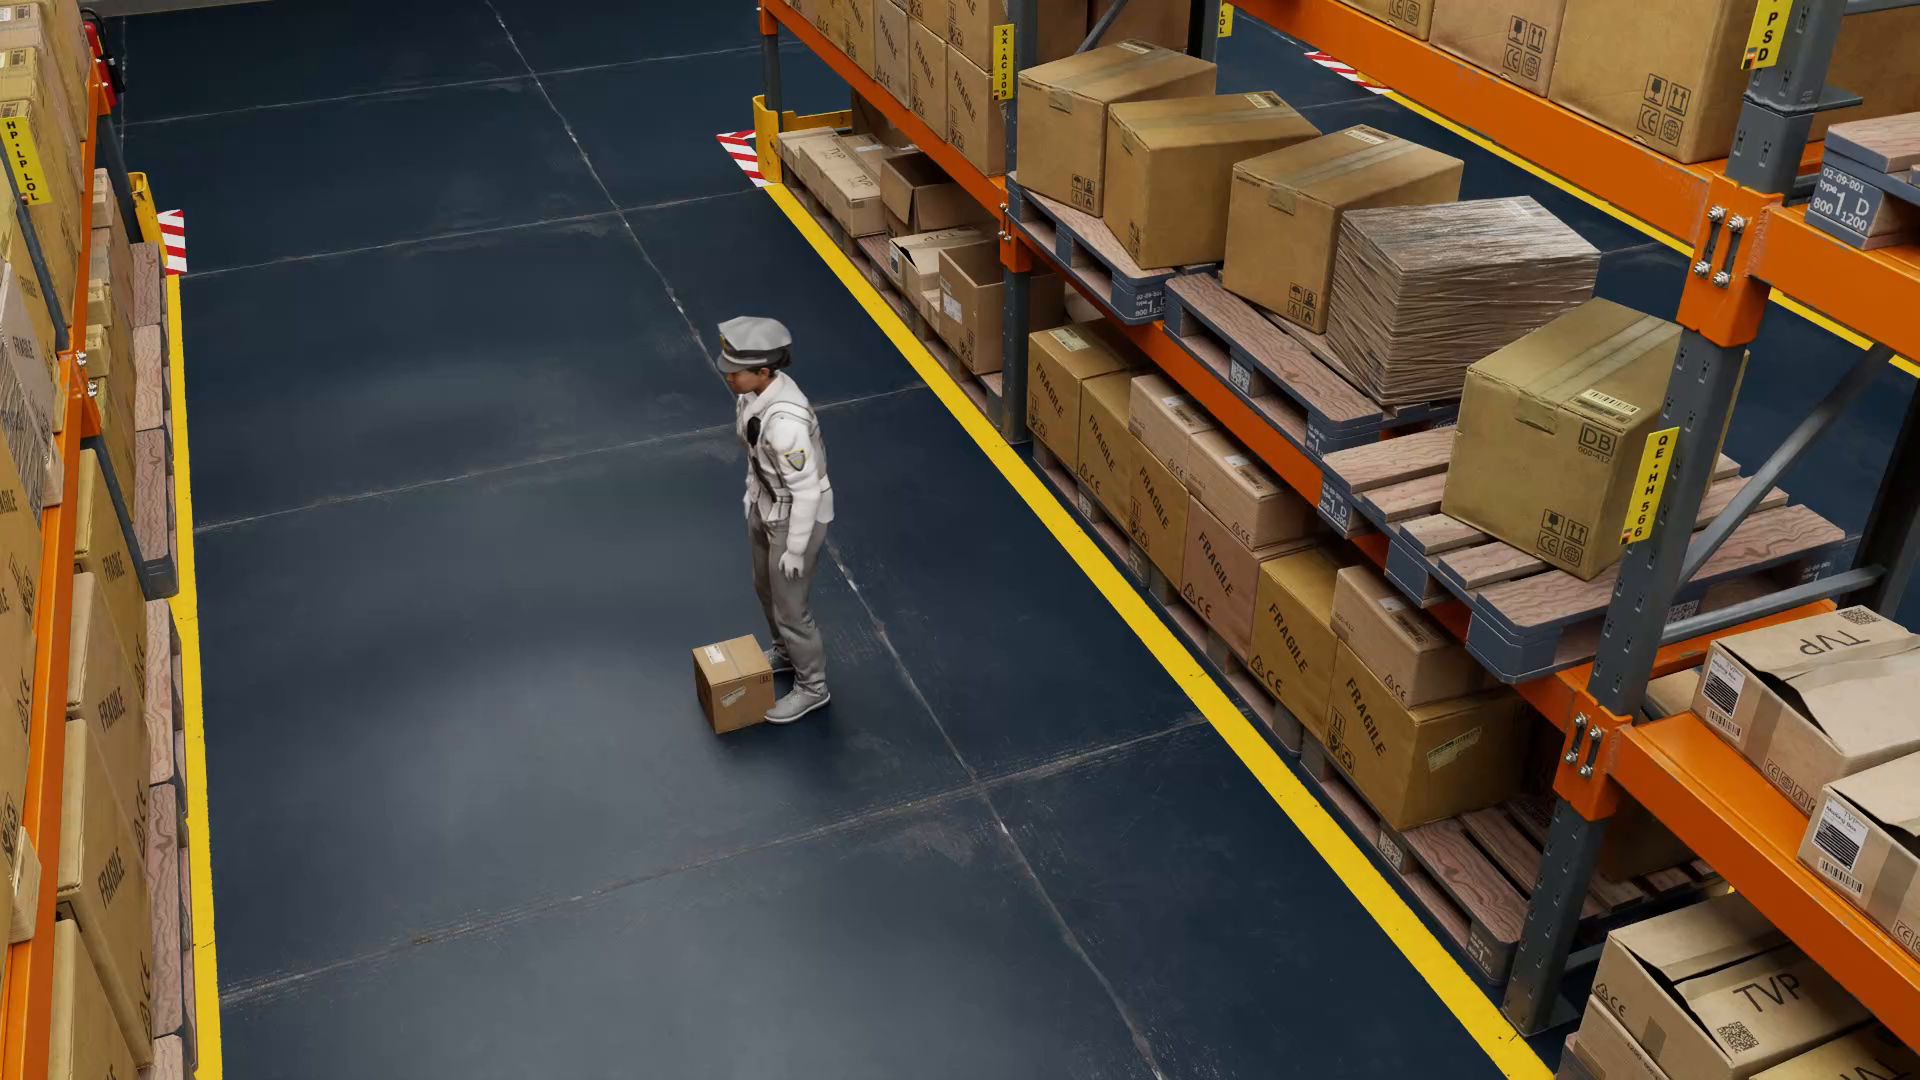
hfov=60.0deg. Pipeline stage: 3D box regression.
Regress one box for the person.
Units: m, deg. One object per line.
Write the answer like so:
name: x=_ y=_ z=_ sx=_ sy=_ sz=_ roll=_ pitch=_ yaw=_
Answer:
person: x=-0.677 y=-0.078 z=6.255 sx=0.374 sy=1.663 sz=0.520 roll=-13 pitch=36 yaw=-19
